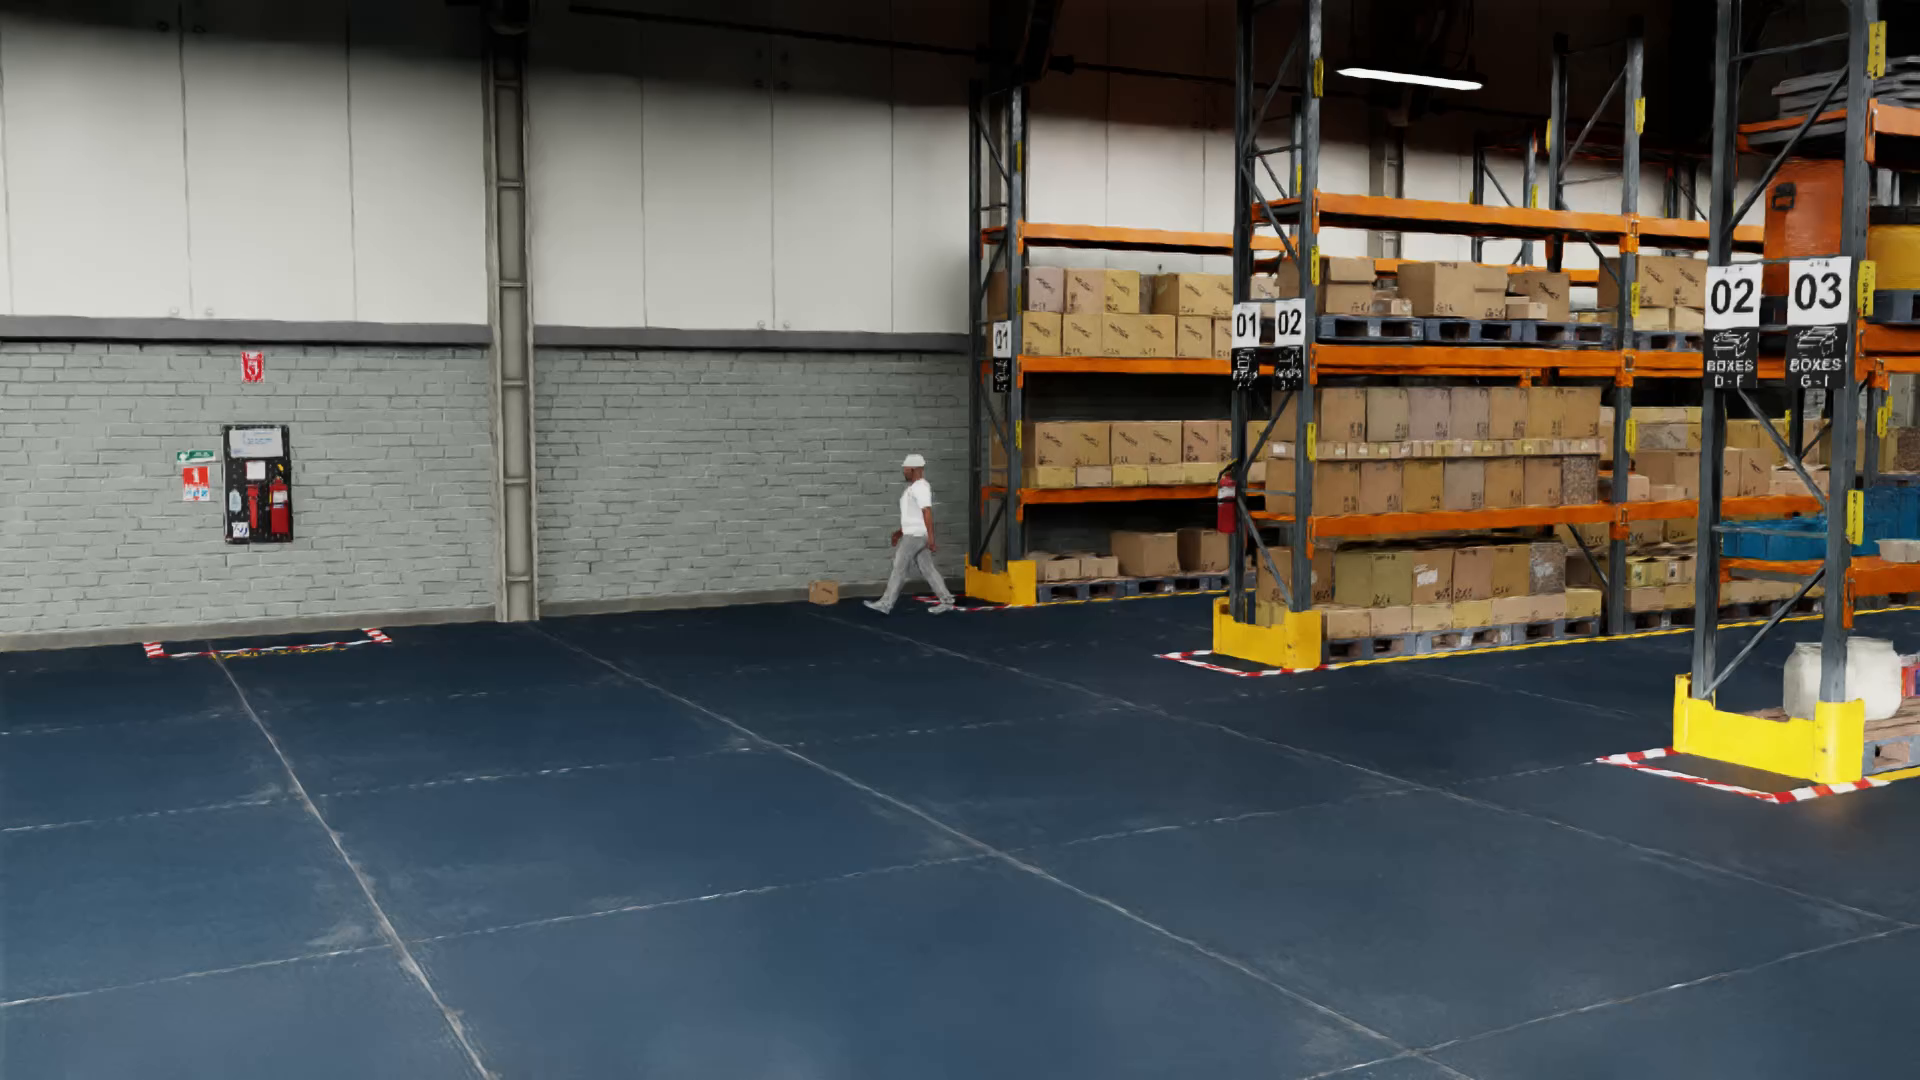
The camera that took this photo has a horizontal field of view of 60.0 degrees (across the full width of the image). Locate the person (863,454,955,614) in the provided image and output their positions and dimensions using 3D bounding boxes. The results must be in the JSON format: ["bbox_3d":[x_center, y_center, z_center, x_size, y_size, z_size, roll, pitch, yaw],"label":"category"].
[{"bbox_3d":[-0.549,-0.067,17.886,0.994,1.714,0.653,0,5,0],"label":"person"}]
